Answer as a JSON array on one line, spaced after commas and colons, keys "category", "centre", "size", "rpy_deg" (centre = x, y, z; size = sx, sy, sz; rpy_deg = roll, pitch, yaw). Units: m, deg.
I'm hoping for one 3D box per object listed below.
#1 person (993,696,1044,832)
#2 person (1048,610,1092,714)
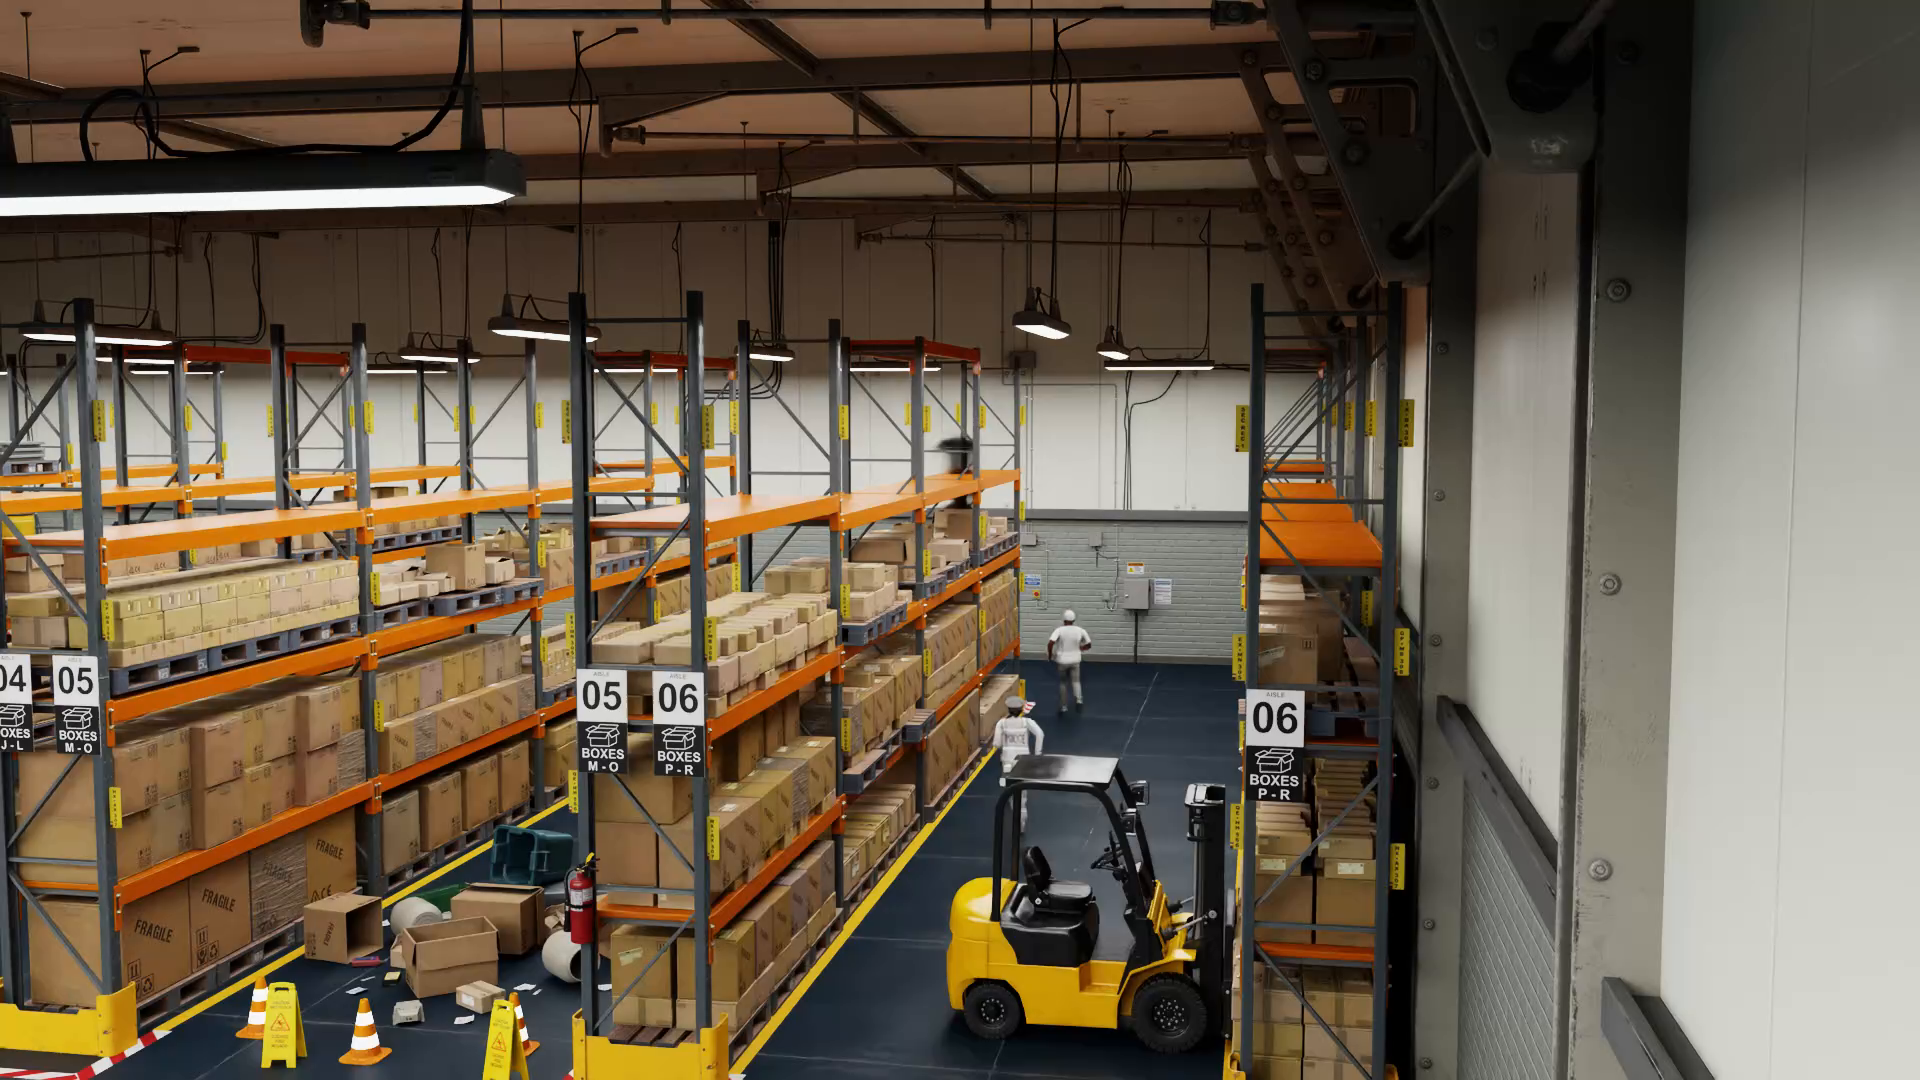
[{"category": "person", "centre": [0.703, 2.731, 20.331], "size": [0.607, 1.613, 0.676], "rpy_deg": [0, 5, -4]}, {"category": "person", "centre": [1.820, 2.054, 27.770], "size": [0.751, 1.774, 0.908], "rpy_deg": [0, 5, -5]}]
